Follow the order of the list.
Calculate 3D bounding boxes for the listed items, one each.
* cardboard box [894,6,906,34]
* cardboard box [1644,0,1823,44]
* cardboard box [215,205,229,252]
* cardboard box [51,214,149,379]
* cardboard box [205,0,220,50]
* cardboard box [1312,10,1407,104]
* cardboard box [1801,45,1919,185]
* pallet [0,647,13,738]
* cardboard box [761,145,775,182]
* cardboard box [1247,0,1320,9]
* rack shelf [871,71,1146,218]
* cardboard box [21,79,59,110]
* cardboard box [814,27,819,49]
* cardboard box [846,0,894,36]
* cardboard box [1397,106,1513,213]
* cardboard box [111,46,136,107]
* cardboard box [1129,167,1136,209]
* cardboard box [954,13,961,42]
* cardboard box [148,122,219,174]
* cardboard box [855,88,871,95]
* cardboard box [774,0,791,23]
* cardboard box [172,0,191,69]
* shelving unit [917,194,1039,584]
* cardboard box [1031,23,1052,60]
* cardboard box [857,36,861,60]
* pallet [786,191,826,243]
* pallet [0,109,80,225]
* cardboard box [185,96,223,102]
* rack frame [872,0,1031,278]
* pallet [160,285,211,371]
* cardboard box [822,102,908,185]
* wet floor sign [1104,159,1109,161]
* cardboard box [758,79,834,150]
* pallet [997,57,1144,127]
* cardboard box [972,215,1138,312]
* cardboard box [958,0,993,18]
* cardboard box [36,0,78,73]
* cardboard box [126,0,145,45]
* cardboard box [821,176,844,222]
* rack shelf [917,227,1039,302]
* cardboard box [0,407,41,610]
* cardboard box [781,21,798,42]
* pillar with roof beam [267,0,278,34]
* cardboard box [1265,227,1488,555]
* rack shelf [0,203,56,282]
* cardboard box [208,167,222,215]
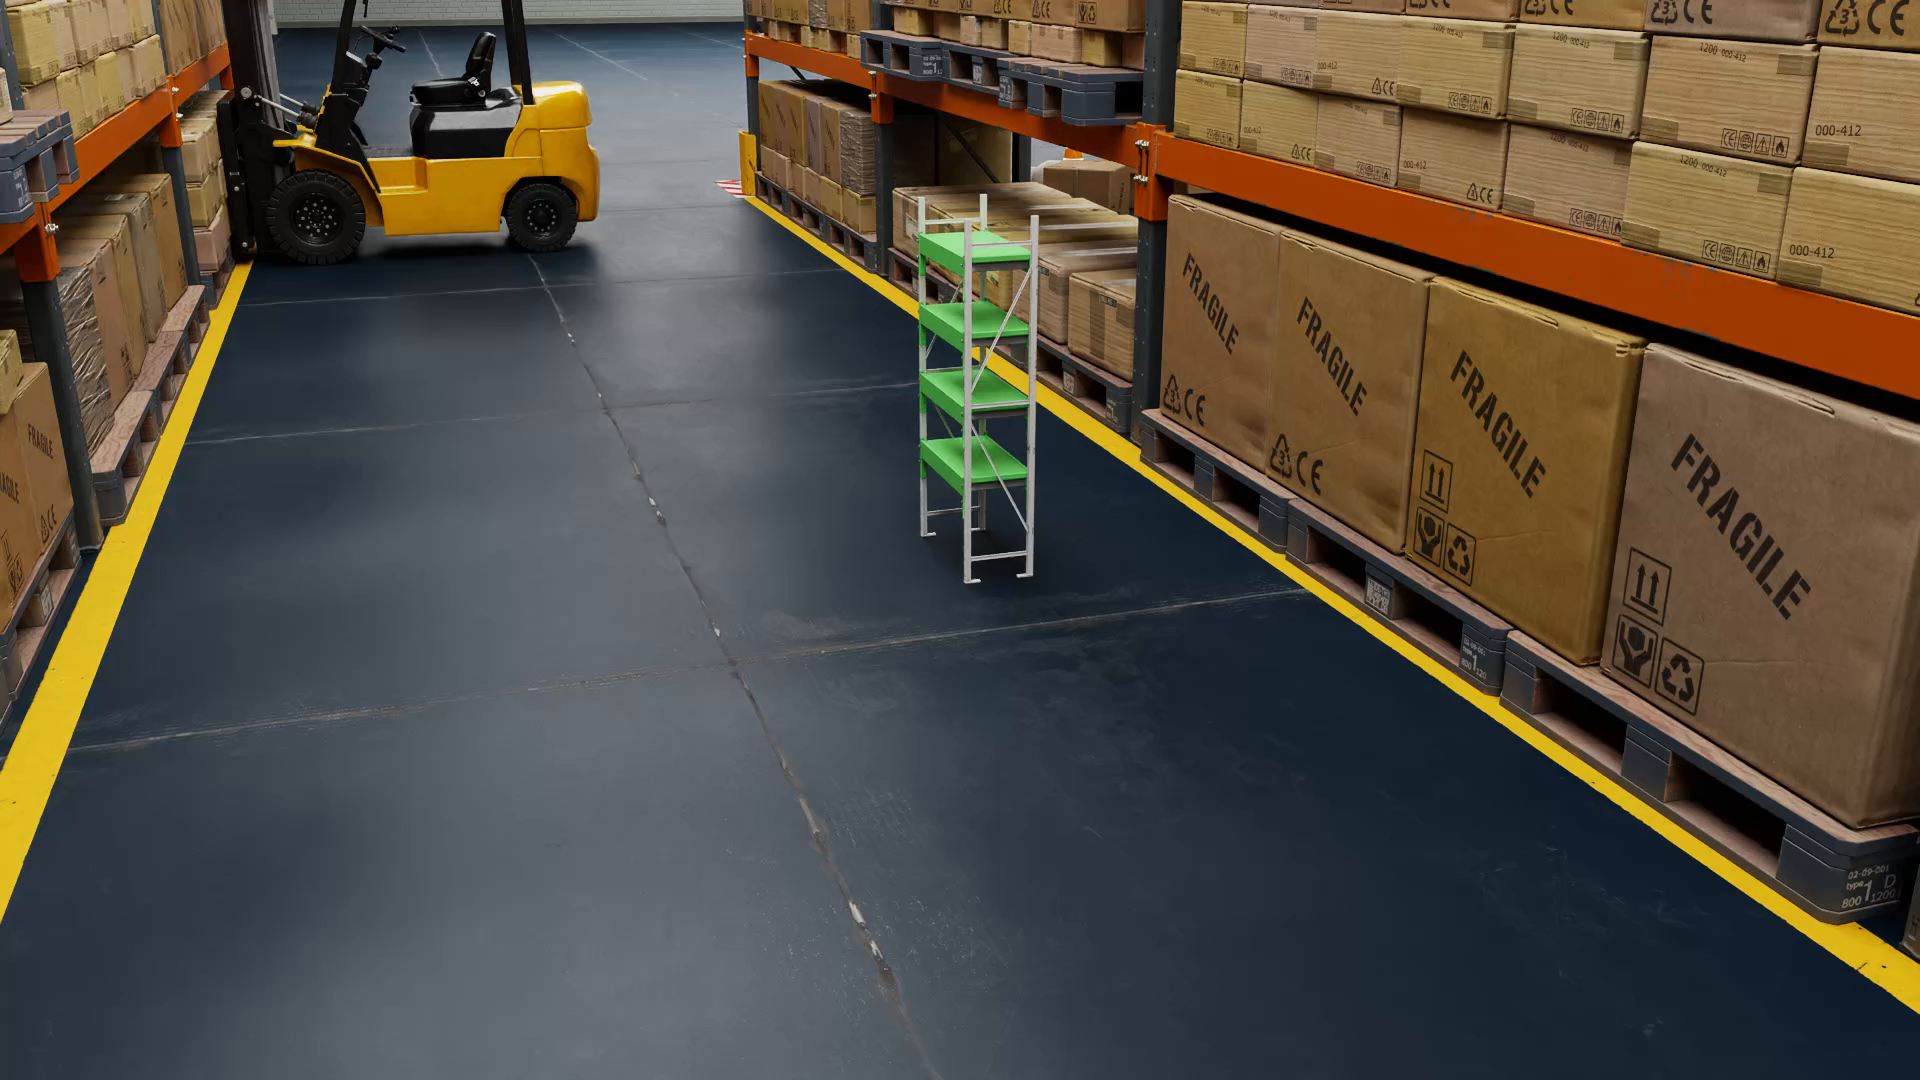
[{"bbox_3d":[-0.166,-3.016,9.628,0.380,0.149,0.250,-6,21,-16],"label":"cardboard box"},{"bbox_3d":[1.926,-1.380,3.695,0.500,0.500,0.500,-6,21,-16],"label":"cardboard box"},{"bbox_3d":[-4.763,-1.875,10.145,0.500,0.250,0.500,-7,21,-18],"label":"cardboard box"},{"bbox_3d":[-4.101,-1.042,7.273,0.875,0.625,0.625,-7,21,-19],"label":"cardboard box"},{"bbox_3d":[-5.450,-3.653,11.500,0.500,0.500,0.500,-6,21,-15],"label":"cardboard box"},{"bbox_3d":[1.449,-1.513,5.174,0.500,0.250,0.500,-6,21,-17],"label":"cardboard box"},{"bbox_3d":[2.105,-0.861,3.359,0.500,0.250,0.500,-6,21,-17],"label":"cardboard box"},{"bbox_3d":[-2.915,0.611,3.903,1.003,0.211,1.213,-6,21,-17],"label":"pallet"},{"bbox_3d":[-1.306,-3.047,13.409,0.500,0.250,0.500,-7,21,-18],"label":"cardboard box"},{"bbox_3d":[1.306,-2.040,5.531,0.500,0.500,0.500,-6,21,-17],"label":"cardboard box"},{"bbox_3d":[0.589,-2.168,8.578,1.077,0.370,4.000,-6,21,-17],"label":"rack shelf"},{"bbox_3d":[-3.401,-1.434,5.692,0.500,0.250,0.500,-6,21,-17],"label":"cardboard box"},{"bbox_3d":[-0.805,-3.512,11.627,0.380,0.149,0.250,-7,21,-18],"label":"cardboard box"},{"bbox_3d":[-0.415,-3.451,10.500,0.500,0.500,0.500,-7,21,-19],"label":"cardboard box"},{"bbox_3d":[1.629,-1.120,4.820,0.500,0.250,0.500,-6,21,-17],"label":"cardboard box"},{"bbox_3d":[-4.054,-2.092,7.524,0.500,0.250,0.500,-6,21,-17],"label":"cardboard box"},{"bbox_3d":[1.659,-2.962,13.419,0.637,0.503,0.797,12,23,30],"label":"cardboard box"},{"bbox_3d":[0.183,-2.686,8.708,0.380,0.149,0.250,-6,21,-17],"label":"cardboard box"},{"bbox_3d":[-4.756,-2.347,9.982,0.500,0.250,0.500,-6,21,-17],"label":"cardboard box"},{"bbox_3d":[-0.478,-3.129,12.527,0.500,0.500,0.500,-7,21,-18],"label":"cardboard box"},{"bbox_3d":[-1.084,-4.108,12.328,0.500,0.500,0.500,-7,21,-18],"label":"cardboard box"},{"bbox_3d":[-4.822,-3.002,9.689,0.500,0.500,0.500,-6,21,-16],"label":"cardboard box"},{"bbox_3d":[0.052,-0.512,5.566,0.258,1.200,0.503,-6,21,-17],"label":"shelving unit"},{"bbox_3d":[0.545,-2.260,7.522,0.380,0.149,0.250,-7,21,-20],"label":"cardboard box"},{"bbox_3d":[-0.430,-3.101,10.483,0.380,0.149,0.250,-7,21,-18],"label":"cardboard box"},{"bbox_3d":[-0.671,-2.440,12.396,1.003,0.211,1.213,-6,21,-17],"label":"pallet"},{"bbox_3d":[-3.214,-1.035,4.646,1.213,0.211,1.003,-6,21,-17],"label":"pallet"},{"bbox_3d":[-5.401,-2.999,11.797,0.500,0.250,0.500,-6,21,-16],"label":"cardboard box"},{"bbox_3d":[-0.040,-3.148,10.244,1.000,3.000,0.127,-6,21,-17],"label":"rack frame"},{"bbox_3d":[-4.482,-1.075,8.597,1.003,0.211,1.213,-6,21,-17],"label":"pallet"},{"bbox_3d":[-0.642,-2.729,11.414,0.500,0.500,0.500,-6,21,-16],"label":"cardboard box"},{"bbox_3d":[1.482,-3.681,15.210,0.267,0.644,0.232,-10,22,-27],"label":"wet floor sign"},{"bbox_3d":[-1.298,-3.392,13.261,0.500,0.500,0.500,-7,21,-19],"label":"cardboard box"},{"bbox_3d":[0.892,-1.991,7.307,1.213,0.211,1.003,-6,21,-17],"label":"pallet"},{"bbox_3d":[0.577,-1.488,8.887,0.950,0.372,0.625,-6,21,-15],"label":"cardboard box"},{"bbox_3d":[0.308,-2.867,8.253,0.500,0.500,0.500,-7,21,-19],"label":"cardboard box"},{"bbox_3d":[-3.557,-1.830,6.055,0.500,0.250,0.500,-6,21,-15],"label":"cardboard box"},{"bbox_3d":[-4.185,-2.489,7.892,0.500,0.250,0.500,-7,21,-19],"label":"cardboard box"},{"bbox_3d":[-0.658,-2.383,11.559,0.500,0.250,0.500,-7,21,-19],"label":"cardboard box"},{"bbox_3d":[0.052,-0.903,5.425,0.258,0.148,0.480,-6,21,-17],"label":"rack shelf"},{"bbox_3d":[-3.009,-0.082,4.785,0.500,0.500,0.500,-7,21,-18],"label":"cardboard box"},{"bbox_3d":[-1.138,-3.843,12.551,0.380,0.149,0.250,-6,21,-16],"label":"cardboard box"},{"bbox_3d":[-11.987,-16.492,38.519,9.100,9.000,0.400,-6,21,-17],"label":"pillar with roof beam"},{"bbox_3d":[1.632,-0.545,5.518,0.875,0.875,0.875,-6,21,-17],"label":"cardboard box"},{"bbox_3d":[-2.865,-0.355,3.533,1.077,0.370,4.000,-6,21,-17],"label":"rack shelf"},{"bbox_3d":[-4.770,-2.108,10.054,0.500,0.250,0.500,-6,21,-17],"label":"cardboard box"}]
